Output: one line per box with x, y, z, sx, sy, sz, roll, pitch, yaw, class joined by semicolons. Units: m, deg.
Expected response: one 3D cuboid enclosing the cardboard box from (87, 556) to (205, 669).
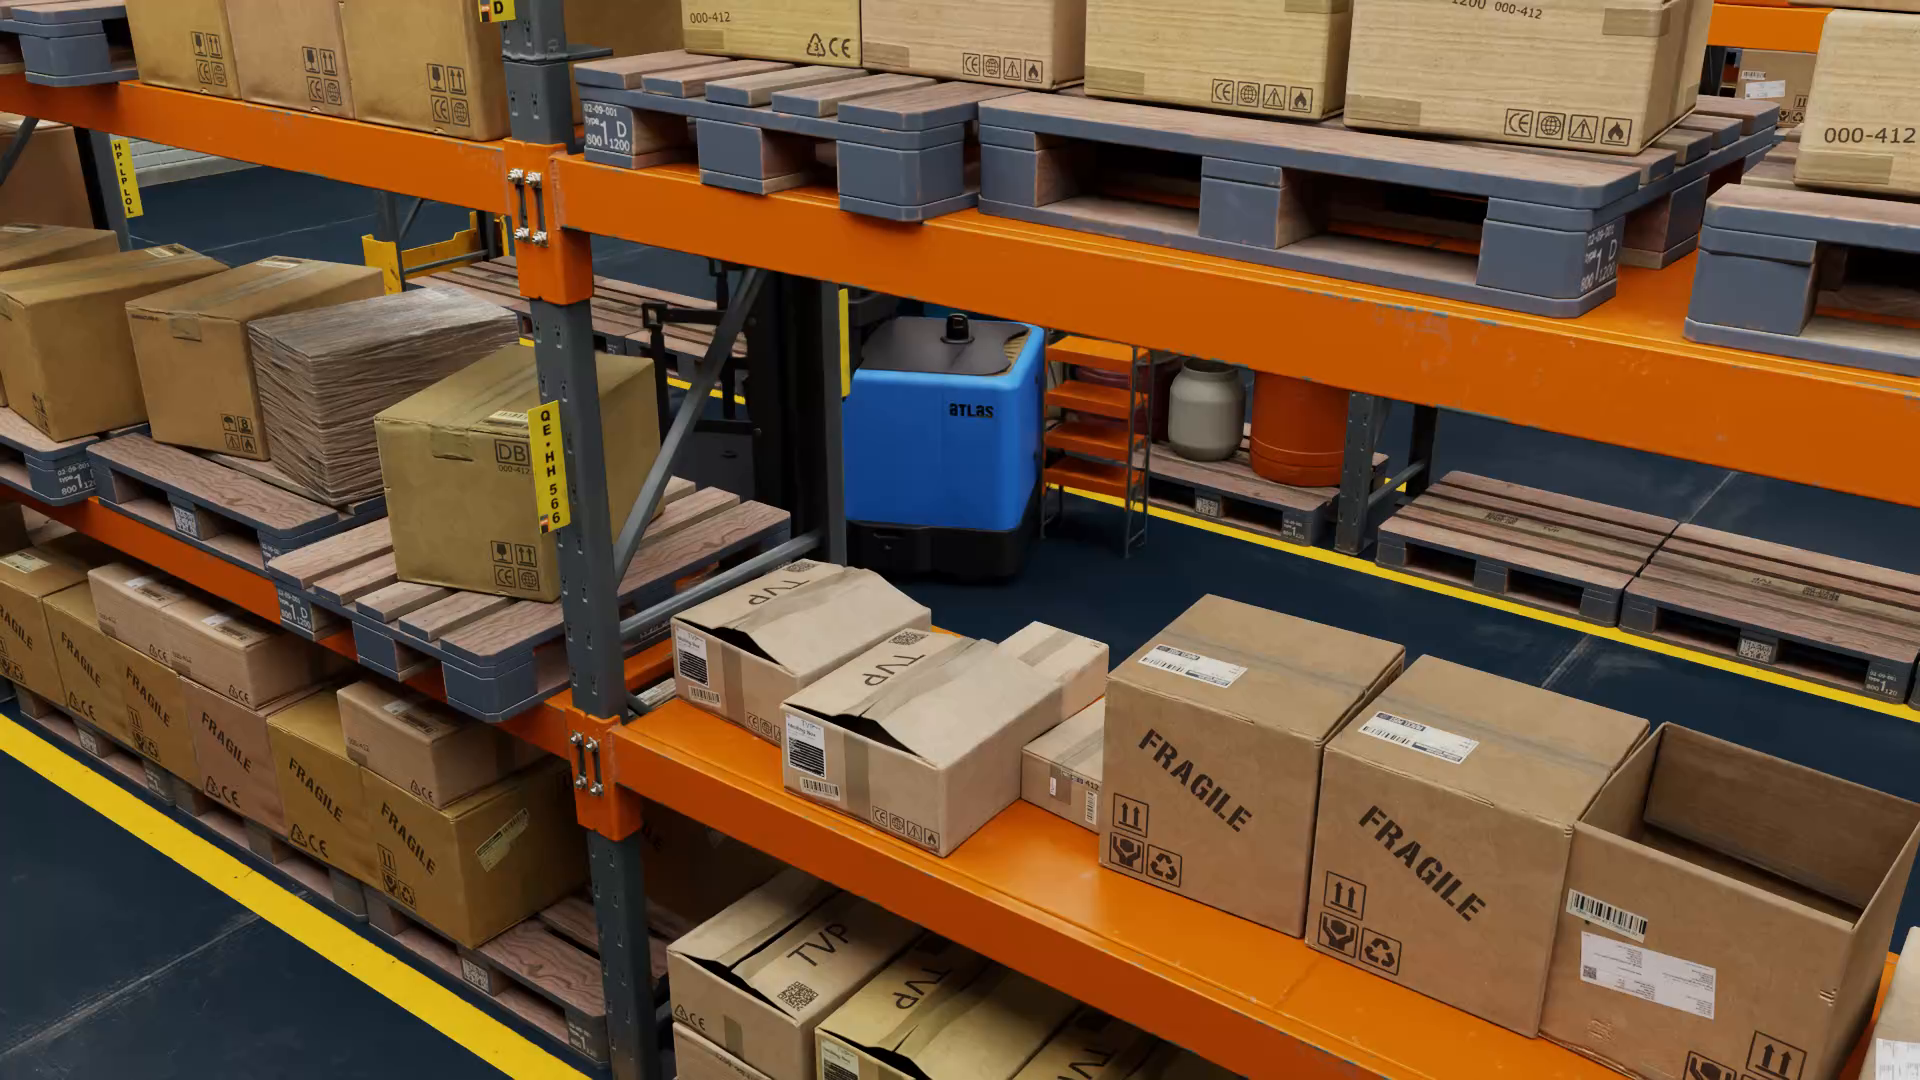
-2.851;0.208;6.182;0.500;0.250;0.500;17;29;33;cardboard box

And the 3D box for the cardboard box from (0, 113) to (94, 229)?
-4.100;-1.537;7.154;0.500;0.500;0.500;18;29;35;cardboard box

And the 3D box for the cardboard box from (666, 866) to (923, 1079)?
-0.448;1.169;4.570;0.500;0.311;0.500;18;29;35;cardboard box

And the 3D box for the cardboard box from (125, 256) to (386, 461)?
-2.441;-0.660;5.882;0.500;0.500;0.700;9;25;20;cardboard box

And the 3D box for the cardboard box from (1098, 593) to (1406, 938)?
0.662;0.493;3.787;0.500;0.500;0.500;15;28;31;cardboard box

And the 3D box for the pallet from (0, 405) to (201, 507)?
-3.318;-0.513;6.431;1.213;0.211;1.003;17;29;33;pallet

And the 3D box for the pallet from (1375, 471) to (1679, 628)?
2.879;0.017;8.450;1.213;0.211;1.003;17;29;33;pallet

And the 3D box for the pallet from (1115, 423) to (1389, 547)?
1.627;-0.360;9.305;1.213;0.211;1.003;17;29;33;pallet

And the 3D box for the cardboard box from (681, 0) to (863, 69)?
-0.294;-1.266;3.849;0.500;0.250;0.500;14;28;29;cardboard box

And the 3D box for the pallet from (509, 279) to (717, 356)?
-2.510;-1.610;12.143;1.213;0.211;1.003;17;29;33;pallet

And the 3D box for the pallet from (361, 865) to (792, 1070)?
-1.266;1.222;5.715;1.213;0.211;1.003;17;29;33;pallet

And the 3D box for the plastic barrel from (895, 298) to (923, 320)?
-0.493;-1.521;10.564;0.708;0.901;0.600;17;29;33;plastic barrel

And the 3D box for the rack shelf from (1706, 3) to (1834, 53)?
3.883;-2.019;6.783;4.000;0.370;1.077;17;29;33;rack shelf

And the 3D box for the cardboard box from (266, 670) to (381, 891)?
-1.994;0.805;5.757;0.500;0.500;0.500;16;28;31;cardboard box

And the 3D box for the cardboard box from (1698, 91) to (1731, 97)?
7.194;-4.224;16.265;0.500;0.250;0.500;17;29;34;cardboard box

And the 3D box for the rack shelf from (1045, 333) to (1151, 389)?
0.695;-0.899;8.327;0.480;0.148;0.258;13;27;28;rack shelf

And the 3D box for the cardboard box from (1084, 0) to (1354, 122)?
0.587;-1.003;3.252;0.500;0.250;0.500;16;28;32;cardboard box

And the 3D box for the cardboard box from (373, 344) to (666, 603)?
-1.262;-0.216;4.874;0.500;0.500;0.700;7;25;16;cardboard box

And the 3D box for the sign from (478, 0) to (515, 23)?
-1.018;-1.296;3.611;0.005;0.325;0.100;17;29;33;sign

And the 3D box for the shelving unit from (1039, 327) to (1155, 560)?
0.695;-0.539;8.486;0.503;1.200;0.258;13;27;28;shelving unit

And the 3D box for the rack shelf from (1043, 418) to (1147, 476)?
0.695;-0.478;8.513;0.480;0.148;0.258;13;27;28;rack shelf

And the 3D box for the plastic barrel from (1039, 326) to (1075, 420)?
0.472;-1.006;9.878;0.421;0.512;0.421;0;24;0;plastic barrel

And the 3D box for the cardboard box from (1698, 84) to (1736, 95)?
7.497;-4.392;16.646;0.500;0.250;0.500;16;29;33;cardboard box

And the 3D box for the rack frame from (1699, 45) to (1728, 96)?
5.253;-3.057;11.968;0.127;3.000;1.000;17;29;33;rack frame

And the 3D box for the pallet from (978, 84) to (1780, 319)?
0.802;-0.743;3.230;1.213;0.211;1.003;18;30;36;pallet

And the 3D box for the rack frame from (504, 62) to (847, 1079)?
-0.691;0.138;4.716;0.127;3.000;1.000;17;29;33;rack frame

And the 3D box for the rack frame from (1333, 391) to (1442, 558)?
2.283;-1.459;8.341;0.127;3.000;1.000;17;29;33;rack frame

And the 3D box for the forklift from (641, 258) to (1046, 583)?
-1.110;-1.410;8.314;3.031;2.935;1.130;4;24;10;forklift

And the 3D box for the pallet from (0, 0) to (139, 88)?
-2.580;-1.685;5.368;1.003;0.211;1.213;17;29;33;pallet

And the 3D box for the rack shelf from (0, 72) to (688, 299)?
-2.291;-1.389;5.354;4.000;0.370;1.077;17;29;33;rack shelf

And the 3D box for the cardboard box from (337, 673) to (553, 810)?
-1.628;0.575;5.349;0.500;0.250;0.500;18;30;35;cardboard box

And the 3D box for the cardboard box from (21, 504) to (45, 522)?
-4.796;-0.111;8.250;0.250;0.166;0.380;17;29;33;cardboard box

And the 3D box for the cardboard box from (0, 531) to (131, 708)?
-3.651;0.309;6.882;0.500;0.500;0.500;15;28;31;cardboard box

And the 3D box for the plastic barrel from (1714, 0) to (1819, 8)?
3.333;-2.601;6.681;0.708;0.830;0.600;17;29;33;plastic barrel

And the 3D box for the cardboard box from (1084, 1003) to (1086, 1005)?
0.296;1.119;4.685;0.500;0.311;0.500;16;29;33;cardboard box

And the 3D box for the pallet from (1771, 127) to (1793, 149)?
5.887;-2.831;11.693;1.003;0.211;1.213;17;29;33;pallet

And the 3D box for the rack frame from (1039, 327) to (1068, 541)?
0.485;-0.589;8.599;0.015;1.200;0.240;13;27;28;rack frame

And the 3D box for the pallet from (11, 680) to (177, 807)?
-3.218;0.632;7.055;1.213;0.211;1.003;17;29;33;pallet

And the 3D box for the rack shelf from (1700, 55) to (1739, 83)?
6.709;-4.787;16.787;4.000;0.370;1.077;17;29;33;rack shelf

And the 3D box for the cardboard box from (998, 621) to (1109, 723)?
0.194;0.382;4.475;0.250;0.149;0.380;17;29;33;cardboard box

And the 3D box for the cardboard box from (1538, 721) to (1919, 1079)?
1.484;0.741;3.223;0.500;0.500;0.500;19;30;37;cardboard box

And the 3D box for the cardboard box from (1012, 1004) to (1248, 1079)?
0.384;1.418;4.006;0.500;0.311;0.500;16;28;32;cardboard box

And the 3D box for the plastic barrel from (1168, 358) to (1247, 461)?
1.376;-0.733;9.258;0.421;0.512;0.421;0;24;0;plastic barrel

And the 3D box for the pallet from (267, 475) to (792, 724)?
-1.275;0.085;5.075;1.003;0.211;1.213;17;29;33;pallet

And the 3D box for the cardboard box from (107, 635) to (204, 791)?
-2.822;0.558;6.318;0.500;0.500;0.500;17;29;34;cardboard box

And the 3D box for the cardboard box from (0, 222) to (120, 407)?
-3.647;-0.880;6.382;0.500;0.500;0.700;7;25;16;cardboard box

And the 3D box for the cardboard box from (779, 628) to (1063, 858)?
-0.091;0.458;4.101;0.500;0.311;0.500;16;29;33;cardboard box

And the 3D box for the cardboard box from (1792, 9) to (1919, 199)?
1.581;-0.675;2.506;0.500;0.250;0.500;14;27;28;cardboard box

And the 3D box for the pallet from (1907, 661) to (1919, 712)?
4.832;0.607;7.110;1.213;0.211;1.003;17;29;33;pallet

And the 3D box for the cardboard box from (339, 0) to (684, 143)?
-1.060;-1.375;4.306;0.500;0.500;0.910;17;29;33;cardboard box

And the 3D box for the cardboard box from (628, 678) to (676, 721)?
-1.306;0.754;5.873;0.500;0.500;0.500;16;28;31;cardboard box

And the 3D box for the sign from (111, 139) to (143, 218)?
-3.562;-1.539;7.086;0.005;0.325;0.100;17;29;33;sign

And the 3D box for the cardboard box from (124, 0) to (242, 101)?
-1.884;-1.624;4.871;0.500;0.500;0.910;17;29;33;cardboard box
